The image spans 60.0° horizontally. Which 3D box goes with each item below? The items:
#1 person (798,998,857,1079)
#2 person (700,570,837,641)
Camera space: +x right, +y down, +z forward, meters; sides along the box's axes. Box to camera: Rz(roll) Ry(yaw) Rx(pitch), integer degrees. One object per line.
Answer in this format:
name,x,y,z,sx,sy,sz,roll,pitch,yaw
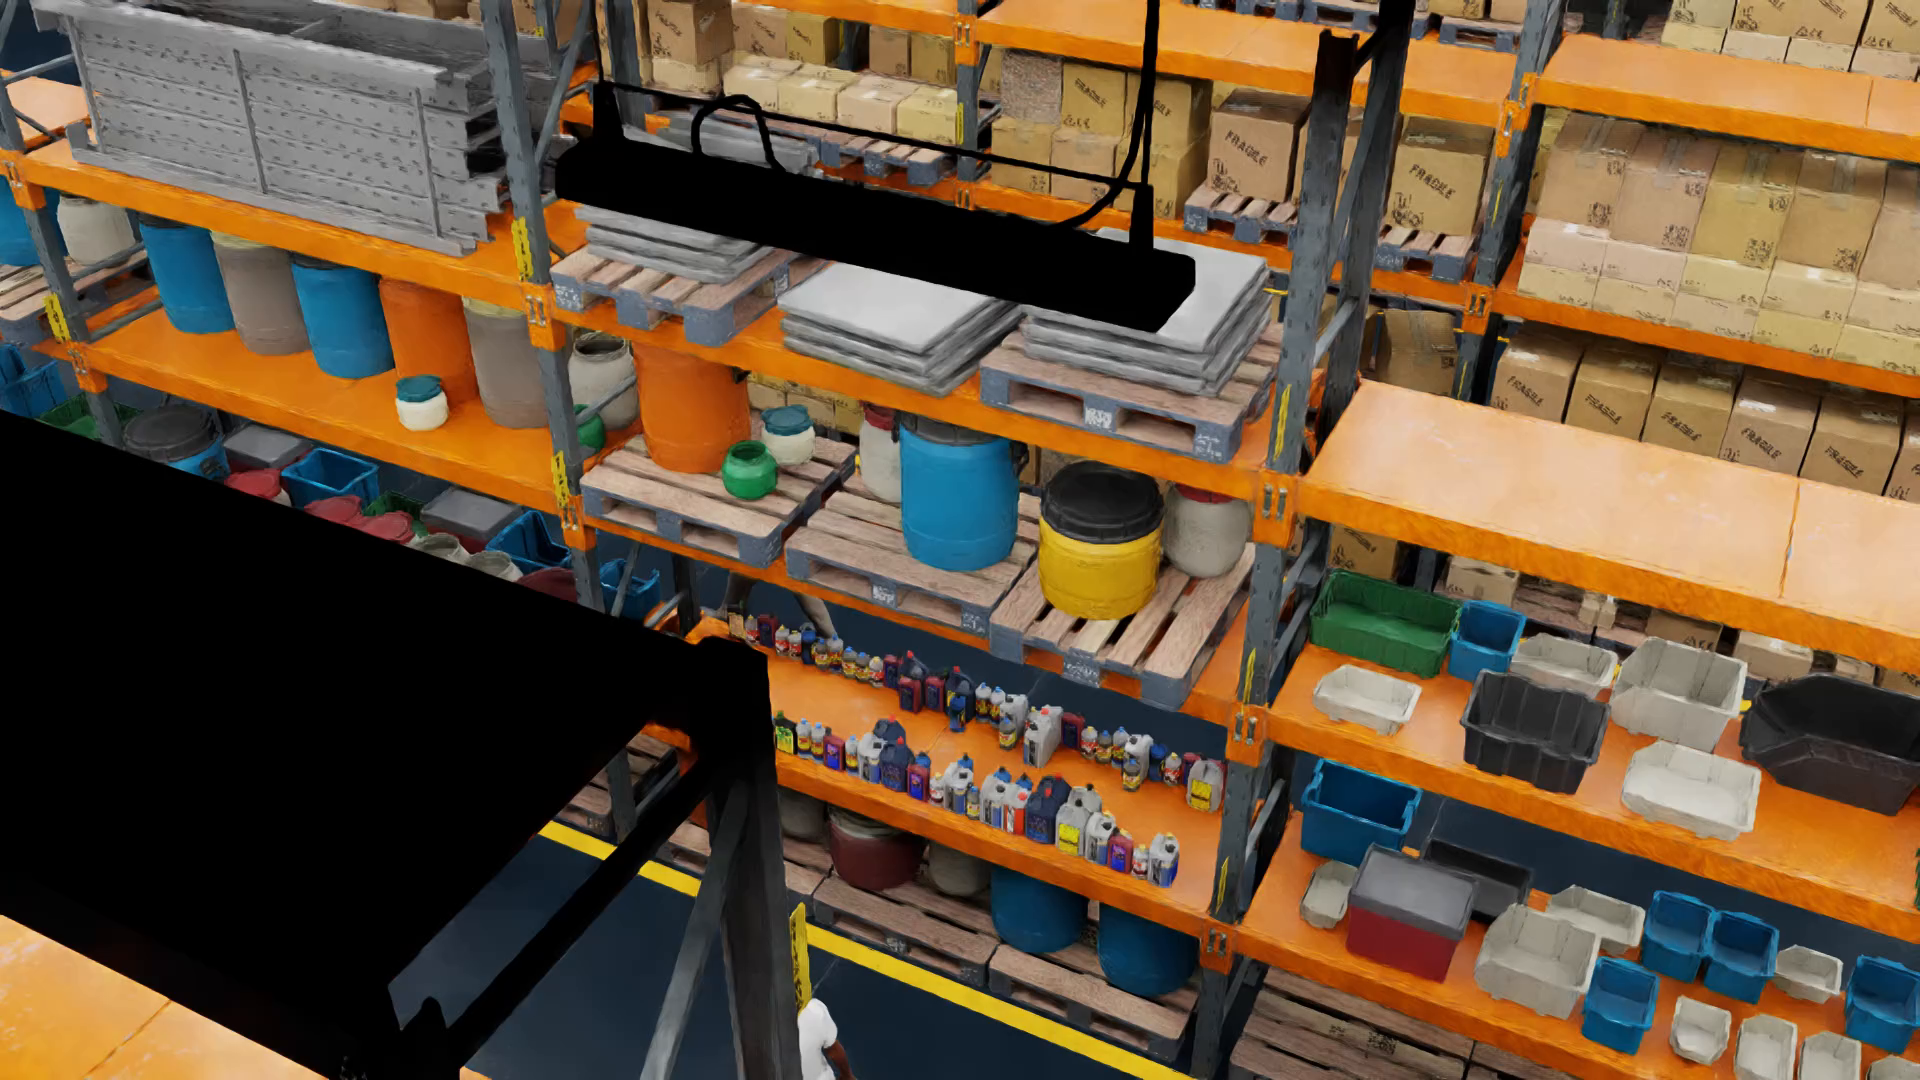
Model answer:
person,-0.873,2.812,8.374,1.043,1.716,0.589,15,38,21
person,-1.477,0.002,12.408,1.109,1.645,0.542,18,39,23
